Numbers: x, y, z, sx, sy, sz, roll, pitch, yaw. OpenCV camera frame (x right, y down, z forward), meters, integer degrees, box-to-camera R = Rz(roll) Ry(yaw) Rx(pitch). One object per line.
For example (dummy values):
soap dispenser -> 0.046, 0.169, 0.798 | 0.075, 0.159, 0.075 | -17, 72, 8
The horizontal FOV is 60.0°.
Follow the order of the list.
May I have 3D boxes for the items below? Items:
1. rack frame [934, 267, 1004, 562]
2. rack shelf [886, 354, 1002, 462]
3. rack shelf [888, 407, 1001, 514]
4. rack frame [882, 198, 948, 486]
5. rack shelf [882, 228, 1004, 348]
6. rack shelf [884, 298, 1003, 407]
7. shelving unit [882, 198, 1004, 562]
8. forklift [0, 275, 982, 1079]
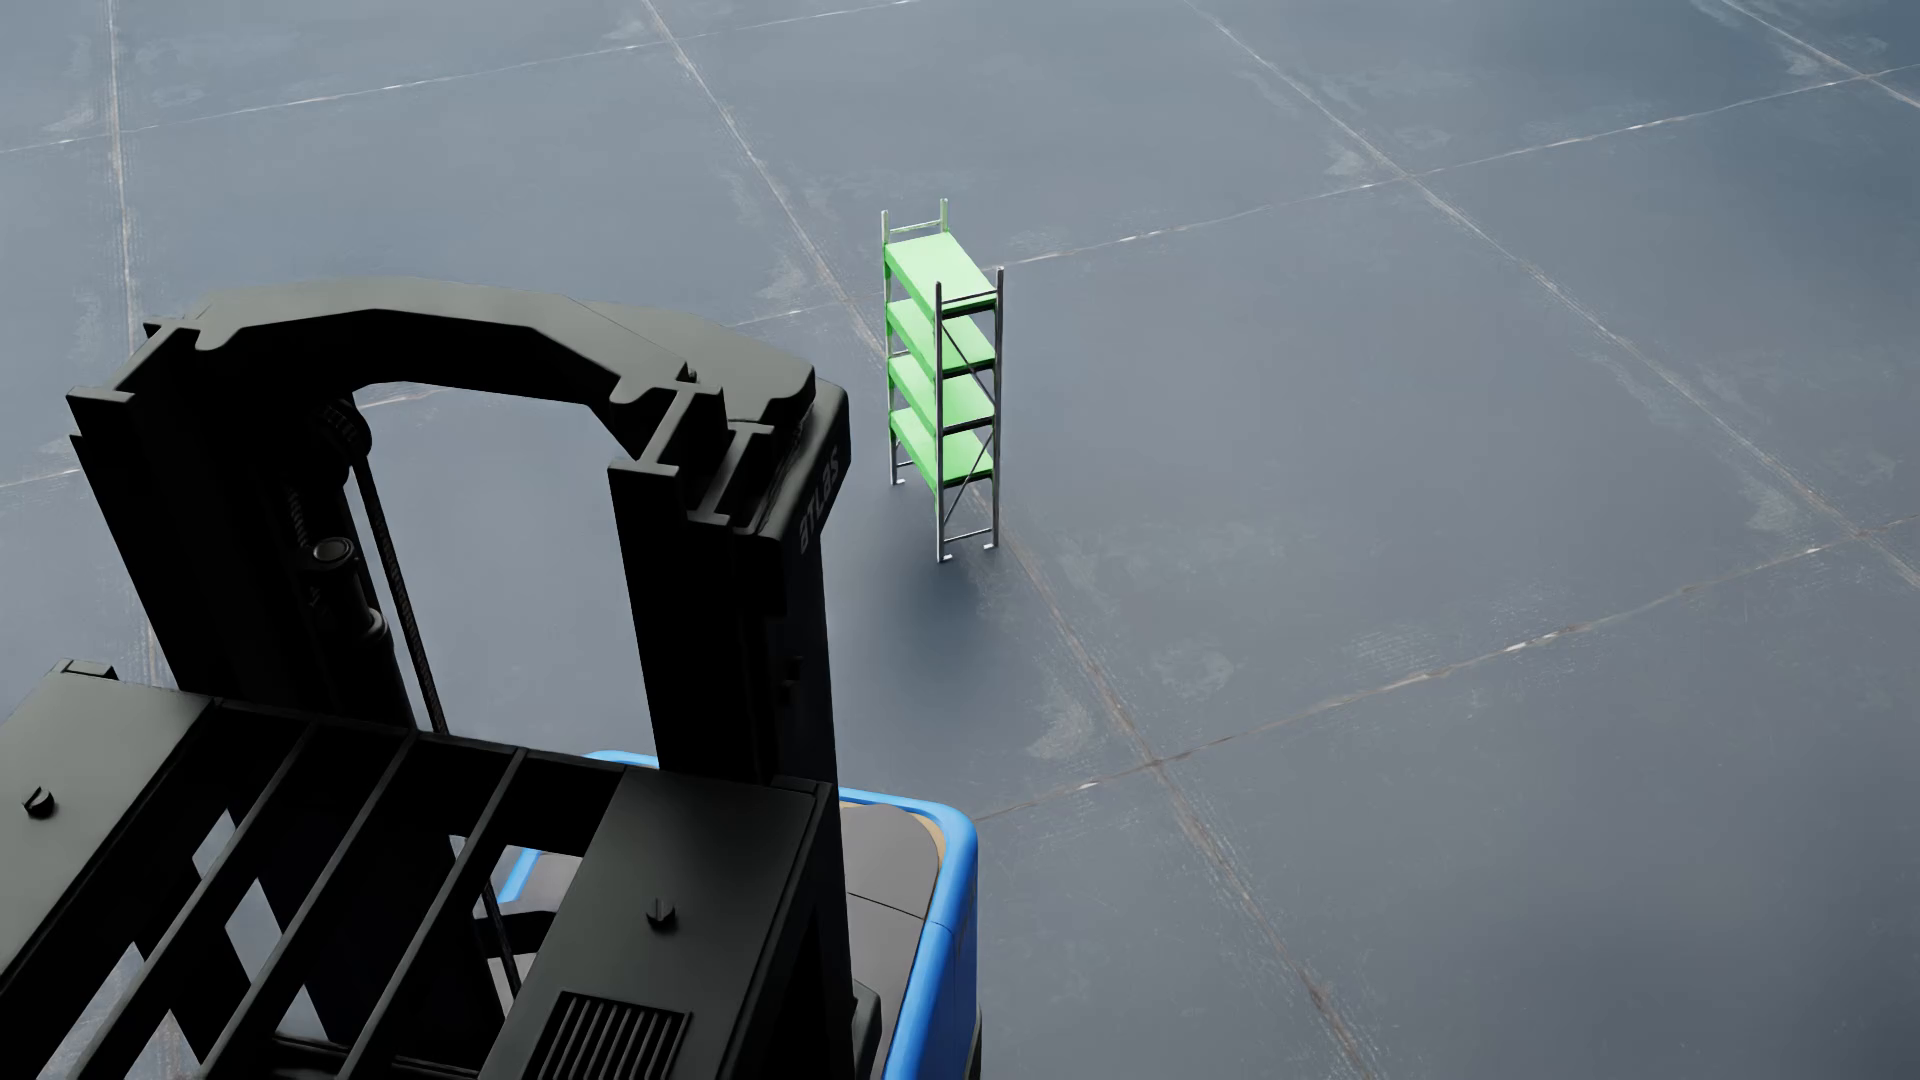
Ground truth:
rack frame -> 0.030, -0.408, 5.804 | 0.240, 1.200, 0.015 | -15, 43, -17
rack shelf -> -0.063, -0.506, 6.016 | 0.258, 0.148, 0.480 | -15, 43, -17
rack shelf -> -0.063, -0.324, 6.173 | 0.258, 0.148, 0.480 | -15, 43, -17
rack frame -> -0.157, -0.702, 6.146 | 0.240, 1.200, 0.015 | -15, 43, -17
rack shelf -> -0.063, -0.870, 5.703 | 0.258, 0.148, 0.480 | -15, 43, -17
rack shelf -> -0.063, -0.688, 5.860 | 0.258, 0.148, 0.480 | -15, 43, -17
shelving unit -> -0.063, -0.555, 5.975 | 0.258, 1.200, 0.503 | -15, 43, -17
forklift -> -0.750, 1.205, 2.601 | 1.130, 2.935, 3.031 | 8, 41, 9
